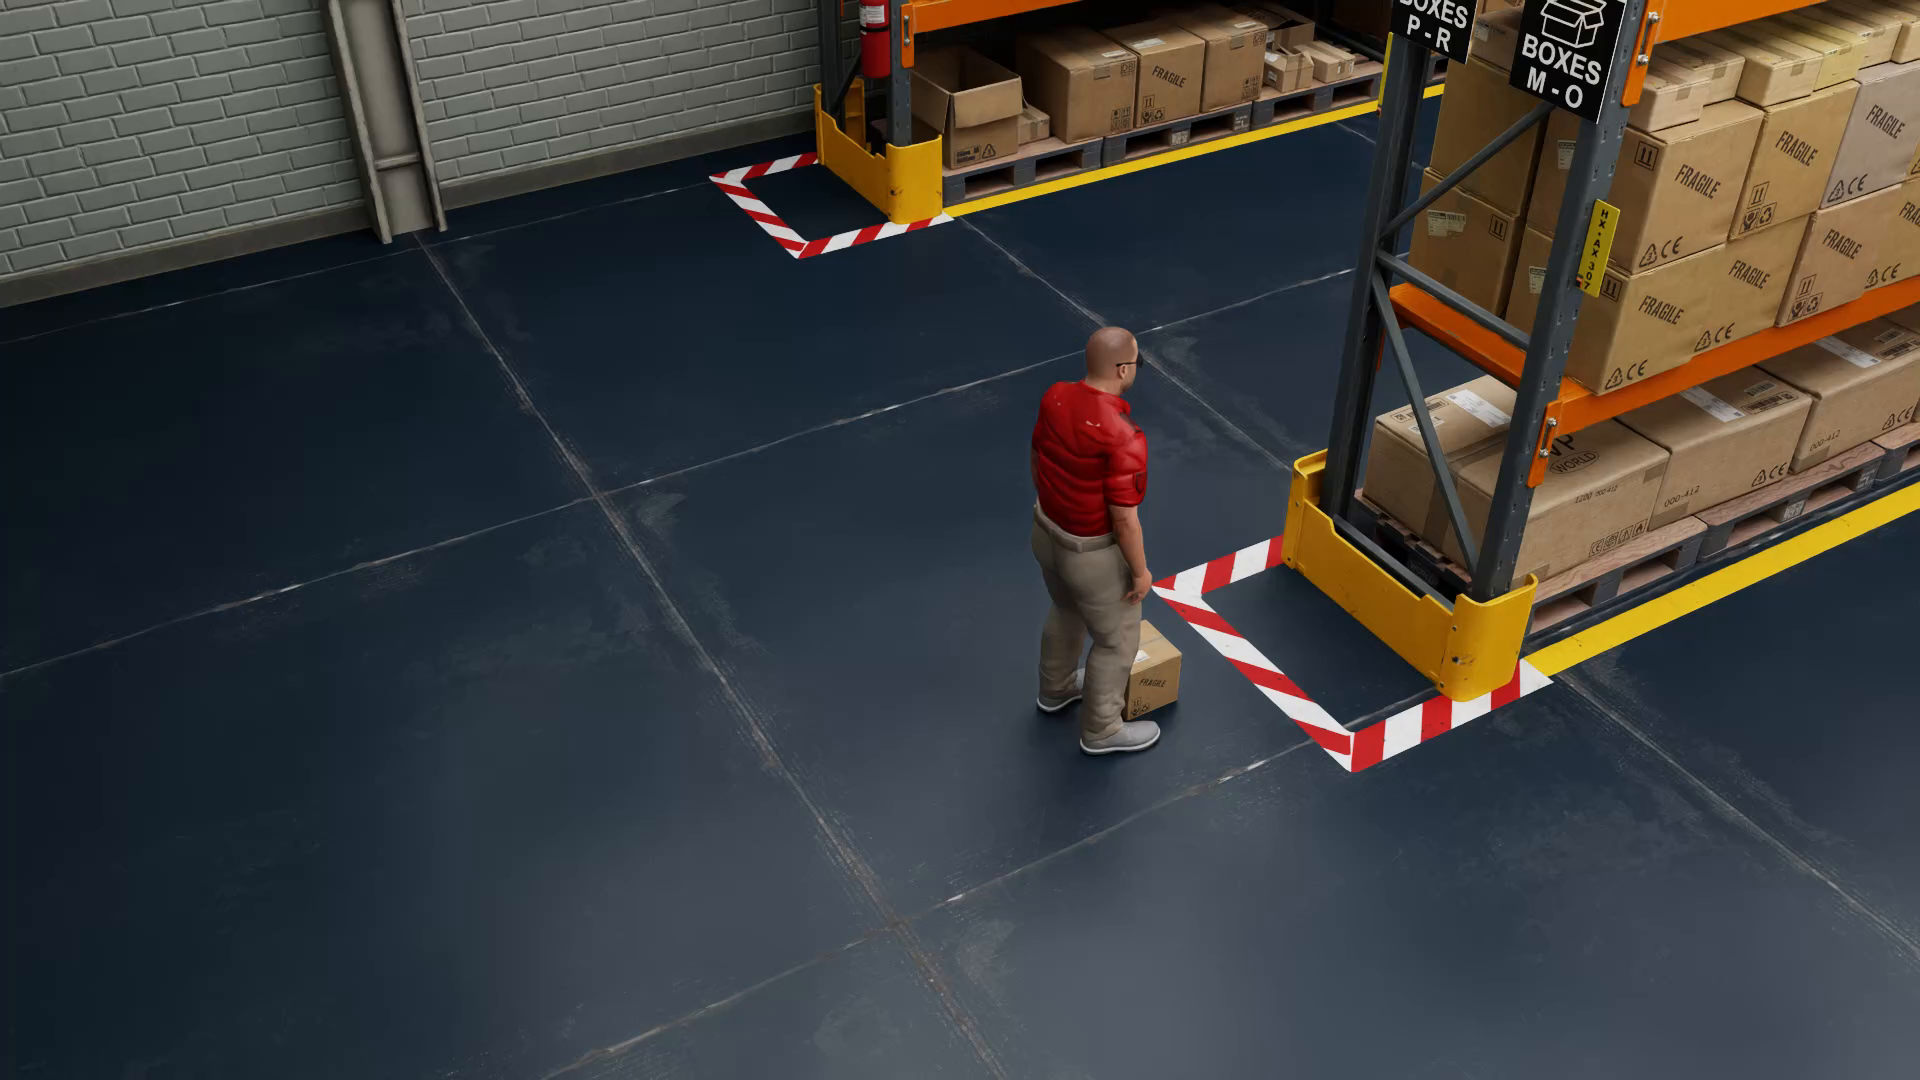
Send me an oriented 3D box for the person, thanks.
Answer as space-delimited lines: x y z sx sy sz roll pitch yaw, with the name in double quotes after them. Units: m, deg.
0.491 0.007 6.151 0.393 1.726 0.599 -22 42 -26 "person"
